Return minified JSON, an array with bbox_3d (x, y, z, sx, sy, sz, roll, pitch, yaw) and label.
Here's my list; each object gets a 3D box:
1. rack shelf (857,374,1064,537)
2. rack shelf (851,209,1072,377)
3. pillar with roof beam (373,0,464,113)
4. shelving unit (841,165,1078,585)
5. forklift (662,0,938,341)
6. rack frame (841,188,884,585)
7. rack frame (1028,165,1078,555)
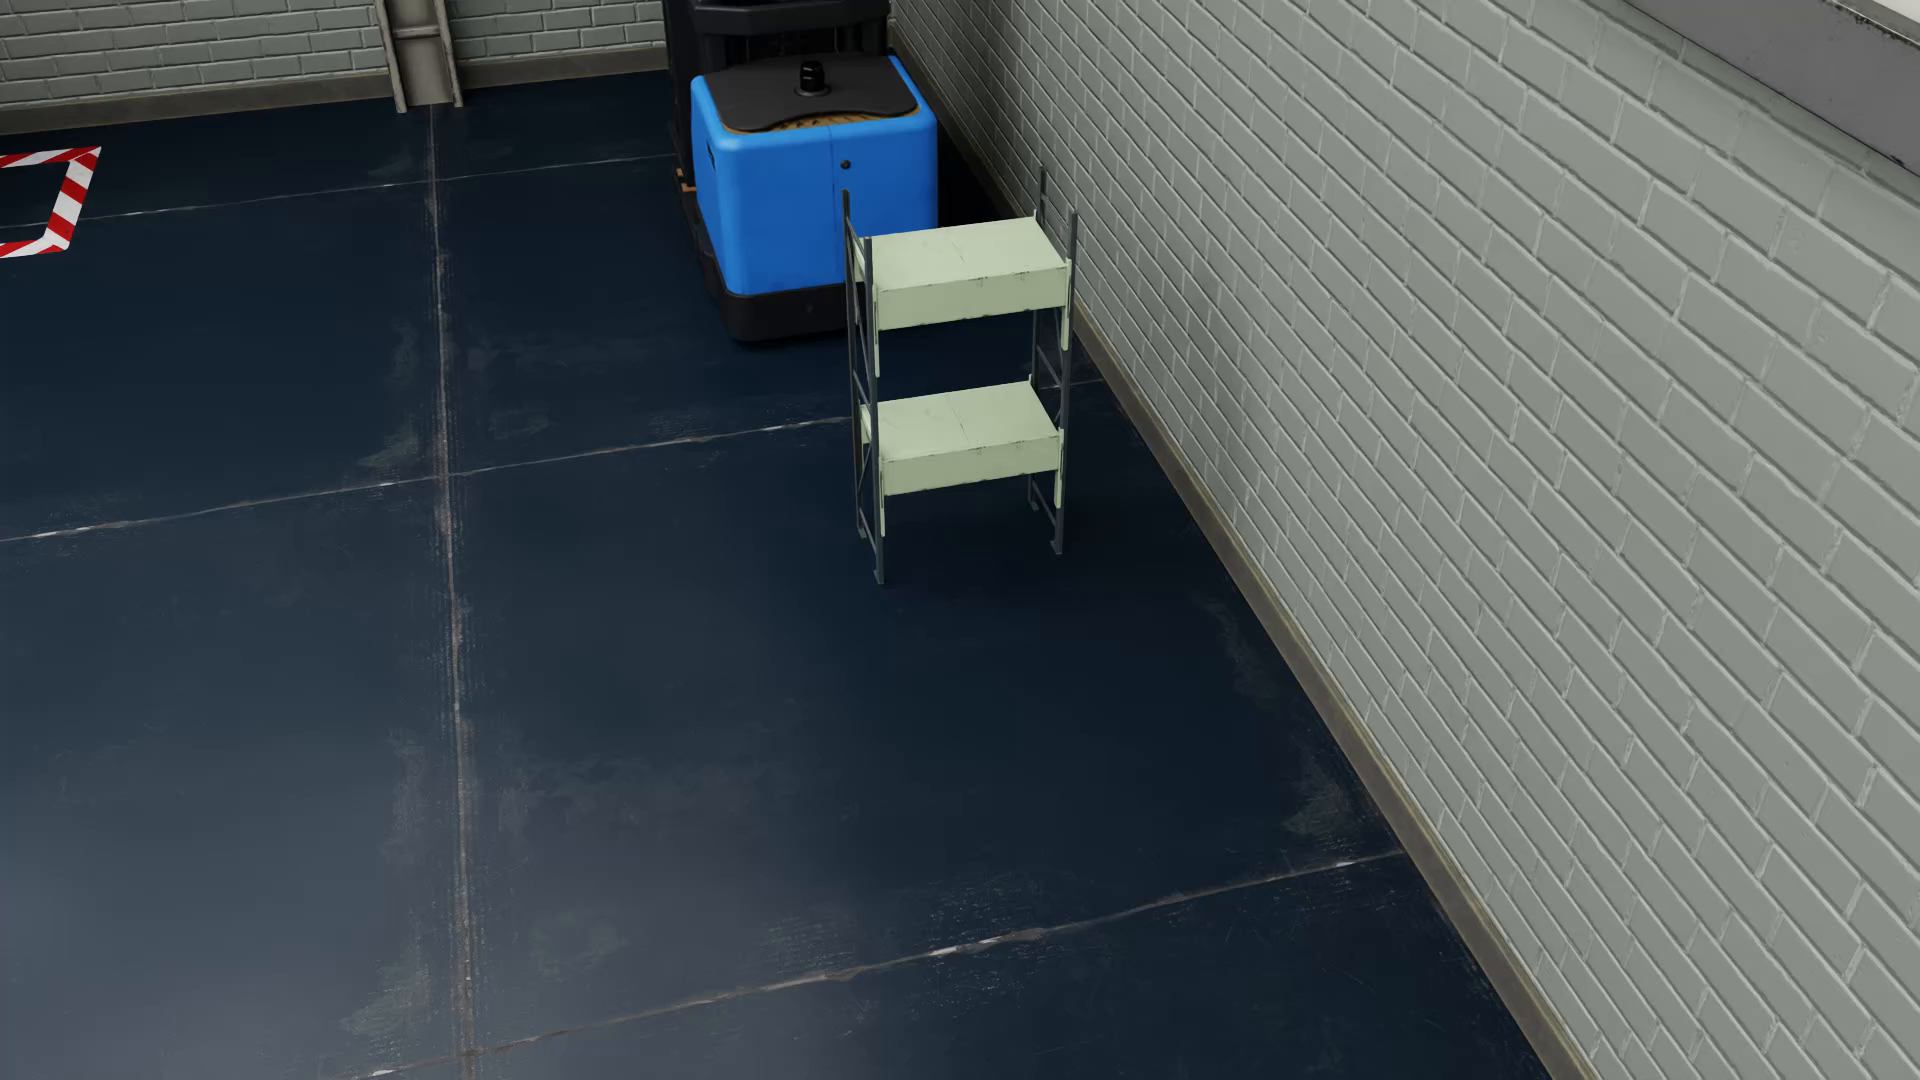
[{"bbox_3d":[-0.006,-0.336,6.491,0.720,0.370,0.431,-9,38,-12],"label":"rack shelf"},{"bbox_3d":[-0.006,-0.905,6.056,0.720,0.370,0.431,-9,38,-12],"label":"rack shelf"},{"bbox_3d":[-2.163,-3.780,4.285,0.400,9.000,9.100,-9,38,-12],"label":"pillar with roof beam"},{"bbox_3d":[-0.006,-0.595,6.293,0.755,1.500,0.431,-9,38,-12],"label":"shelving unit"},{"bbox_3d":[-0.972,-3.002,8.262,1.130,2.935,3.031,-10,38,-12],"label":"forklift"},{"bbox_3d":[-0.360,-0.537,6.217,0.023,1.500,0.400,-9,38,-12],"label":"rack frame"},{"bbox_3d":[0.347,-0.653,6.369,0.023,1.500,0.400,-9,38,-12],"label":"rack frame"}]
